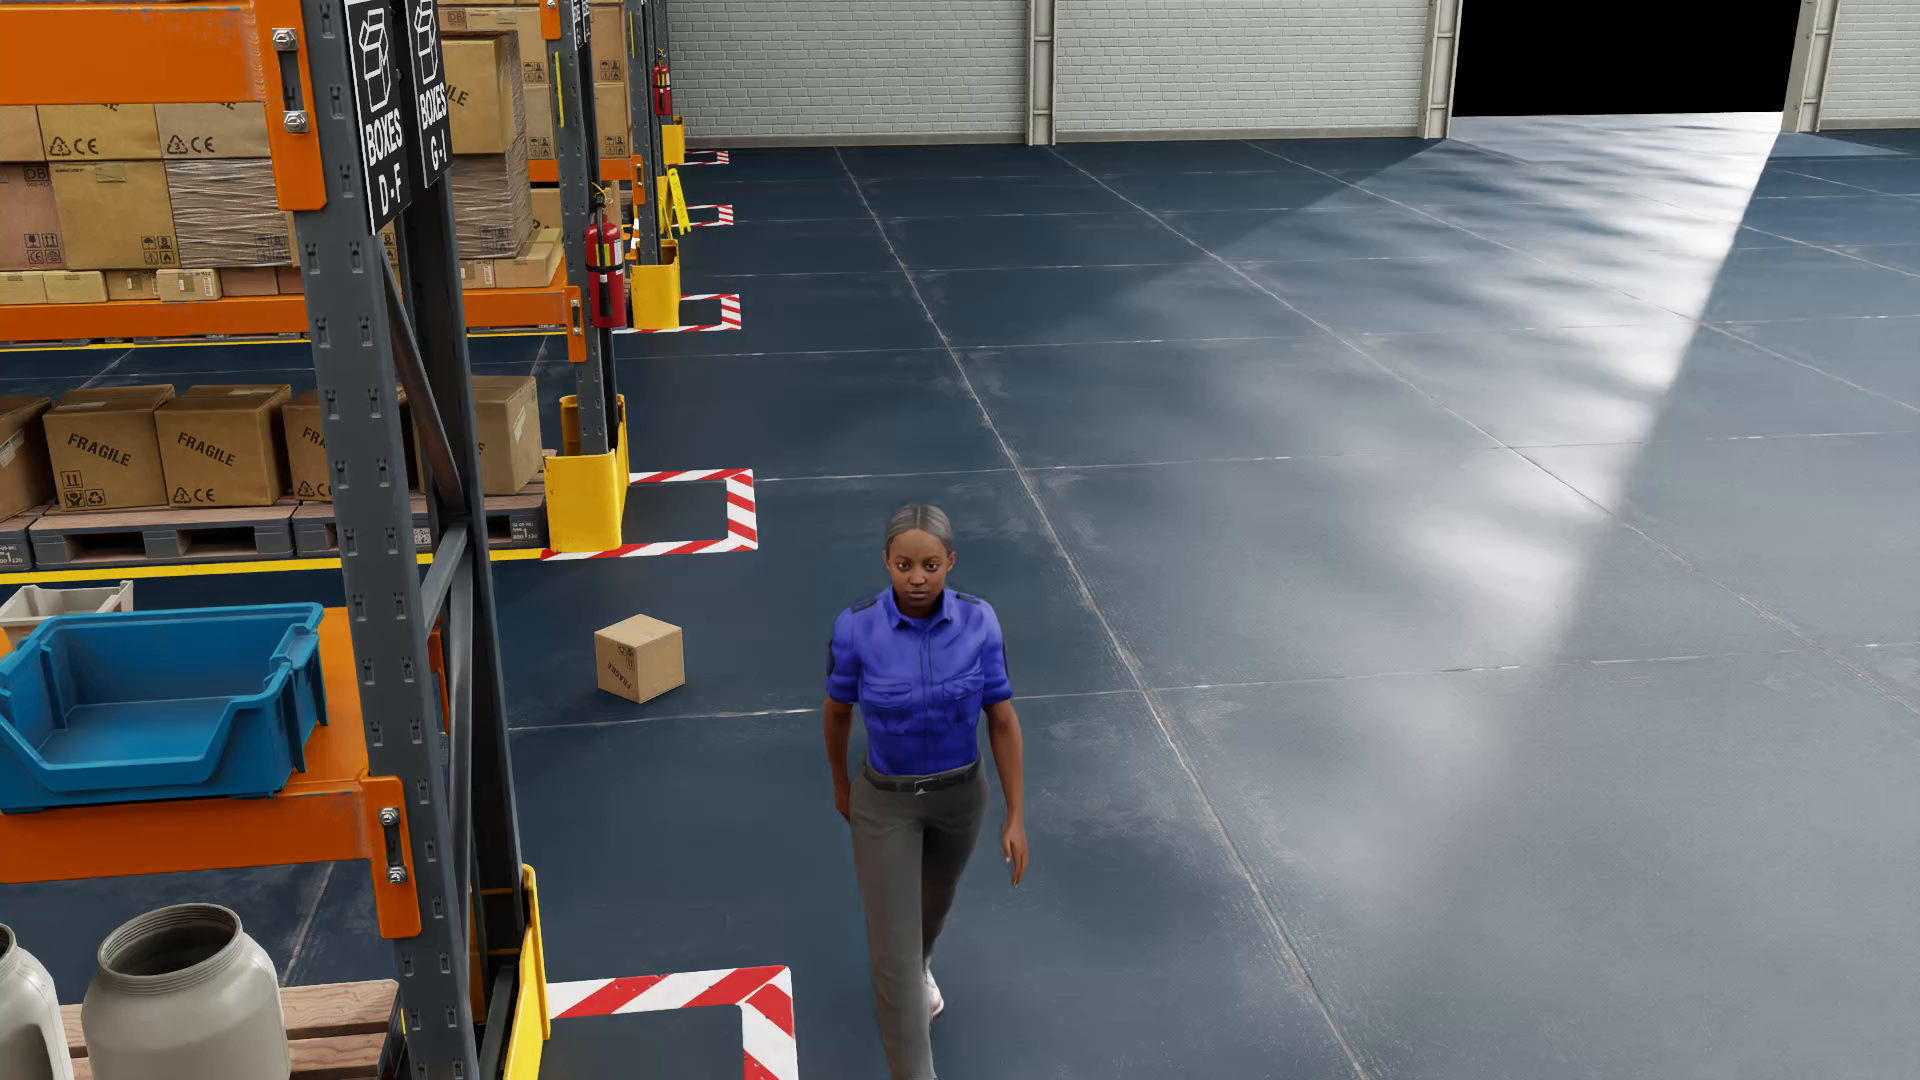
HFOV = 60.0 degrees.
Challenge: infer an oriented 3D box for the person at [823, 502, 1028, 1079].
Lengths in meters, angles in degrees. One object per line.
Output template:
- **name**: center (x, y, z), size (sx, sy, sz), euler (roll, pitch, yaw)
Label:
- **person**: center (-0.078, 0.688, 4.202), size (0.467, 1.615, 0.964), euler (-5, 21, -14)
